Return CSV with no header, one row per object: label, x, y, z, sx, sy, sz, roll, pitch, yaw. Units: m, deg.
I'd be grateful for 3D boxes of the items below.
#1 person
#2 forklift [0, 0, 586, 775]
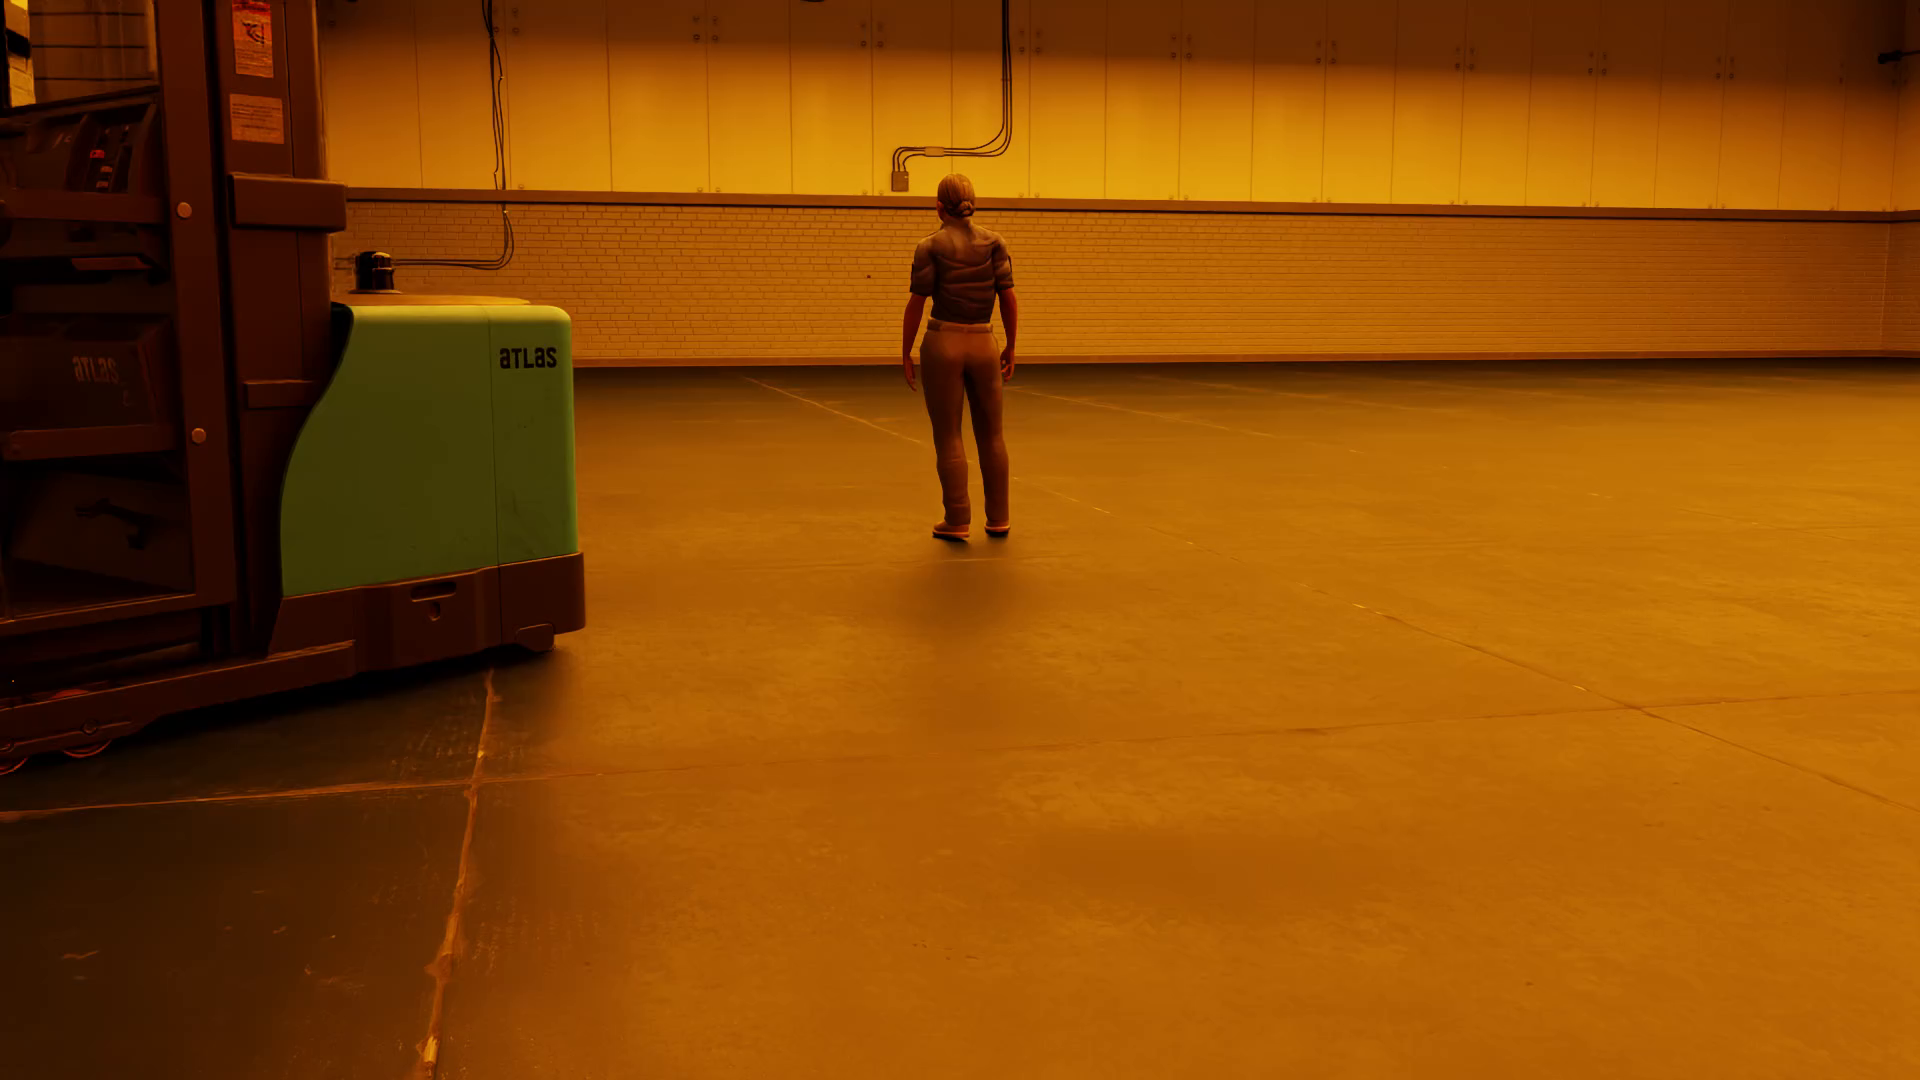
person,-0.002,-0.839,7.681,0.570,1.656,0.503,-2,8,-13
forklift,-2.465,-0.984,4.169,1.130,2.935,3.031,6,10,36
